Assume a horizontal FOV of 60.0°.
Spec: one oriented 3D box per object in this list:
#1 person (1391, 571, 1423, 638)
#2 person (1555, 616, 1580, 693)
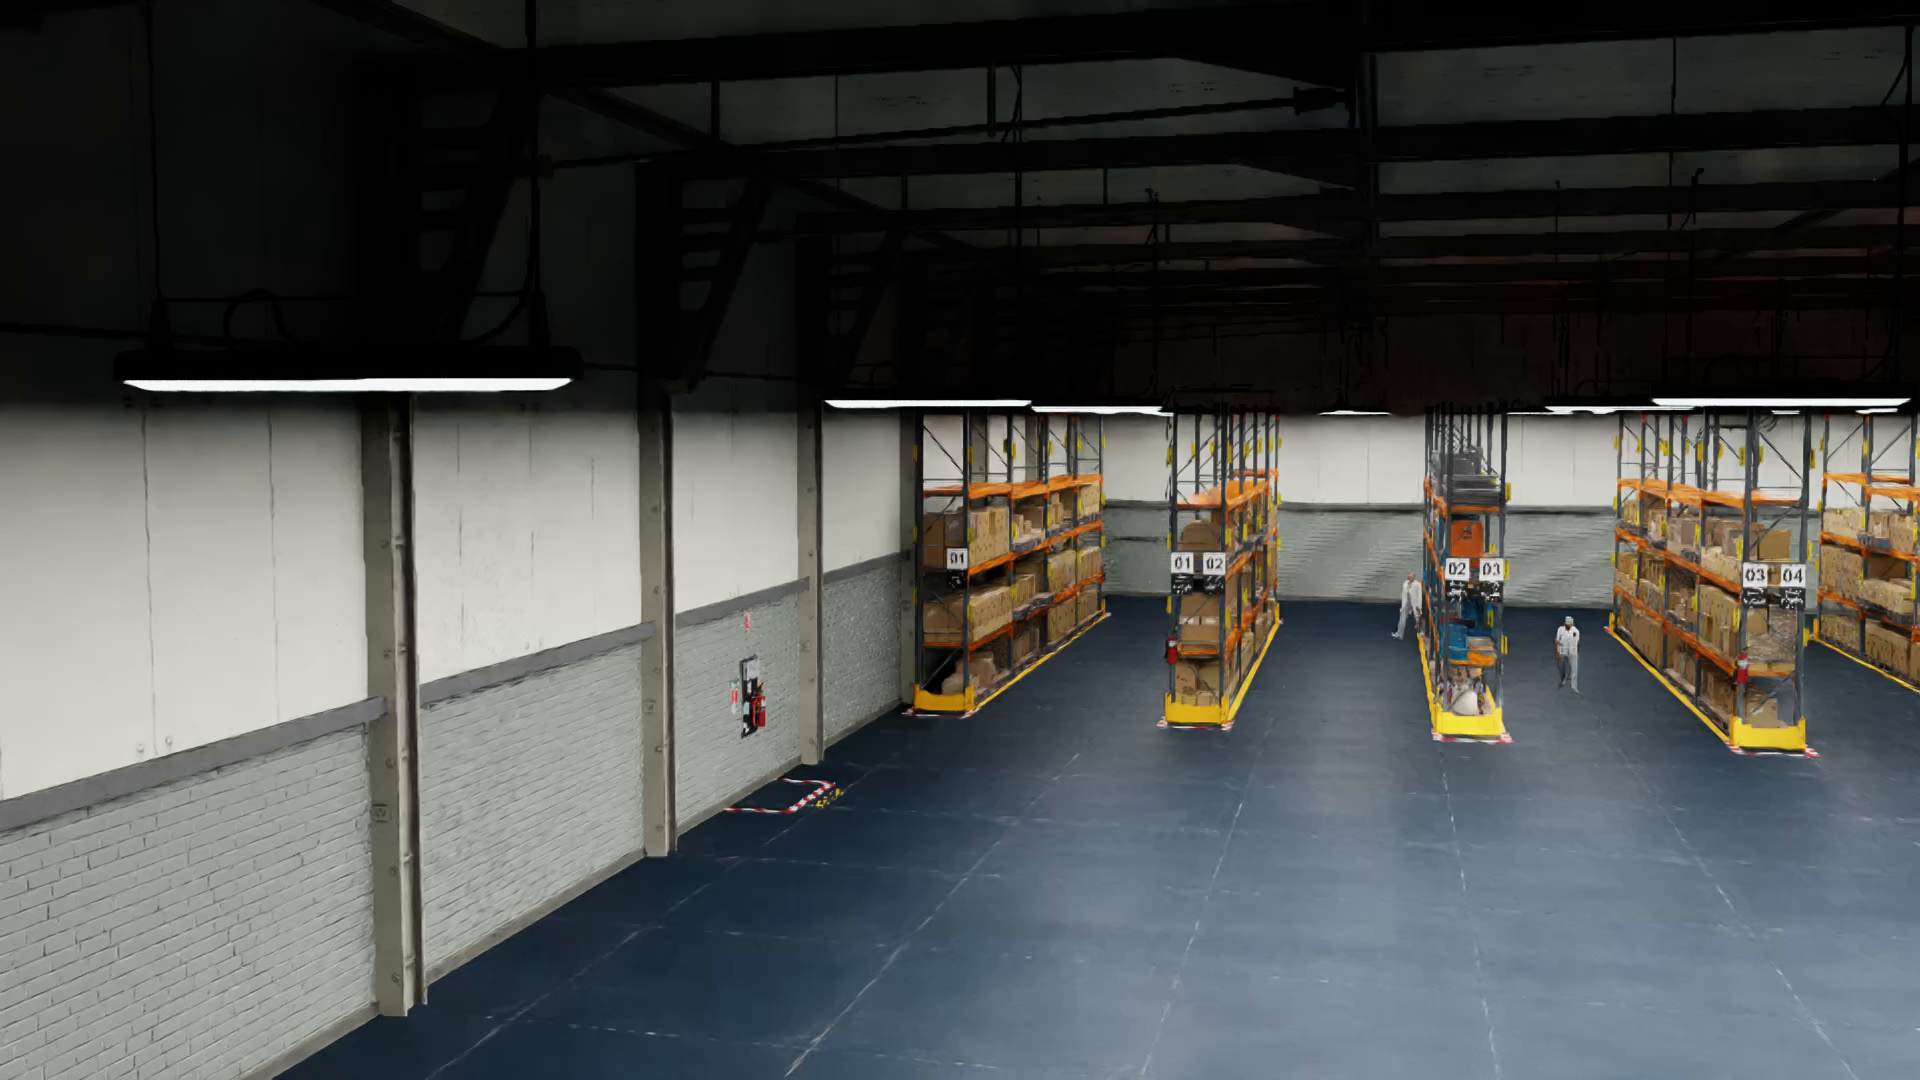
[{"bbox_3d":[11.650,1.676,43.003,0.629,1.737,1.011,4,6,42],"label":"person"},{"bbox_3d":[12.677,2.357,34.695,0.497,1.583,1.090,1,4,17],"label":"person"}]
